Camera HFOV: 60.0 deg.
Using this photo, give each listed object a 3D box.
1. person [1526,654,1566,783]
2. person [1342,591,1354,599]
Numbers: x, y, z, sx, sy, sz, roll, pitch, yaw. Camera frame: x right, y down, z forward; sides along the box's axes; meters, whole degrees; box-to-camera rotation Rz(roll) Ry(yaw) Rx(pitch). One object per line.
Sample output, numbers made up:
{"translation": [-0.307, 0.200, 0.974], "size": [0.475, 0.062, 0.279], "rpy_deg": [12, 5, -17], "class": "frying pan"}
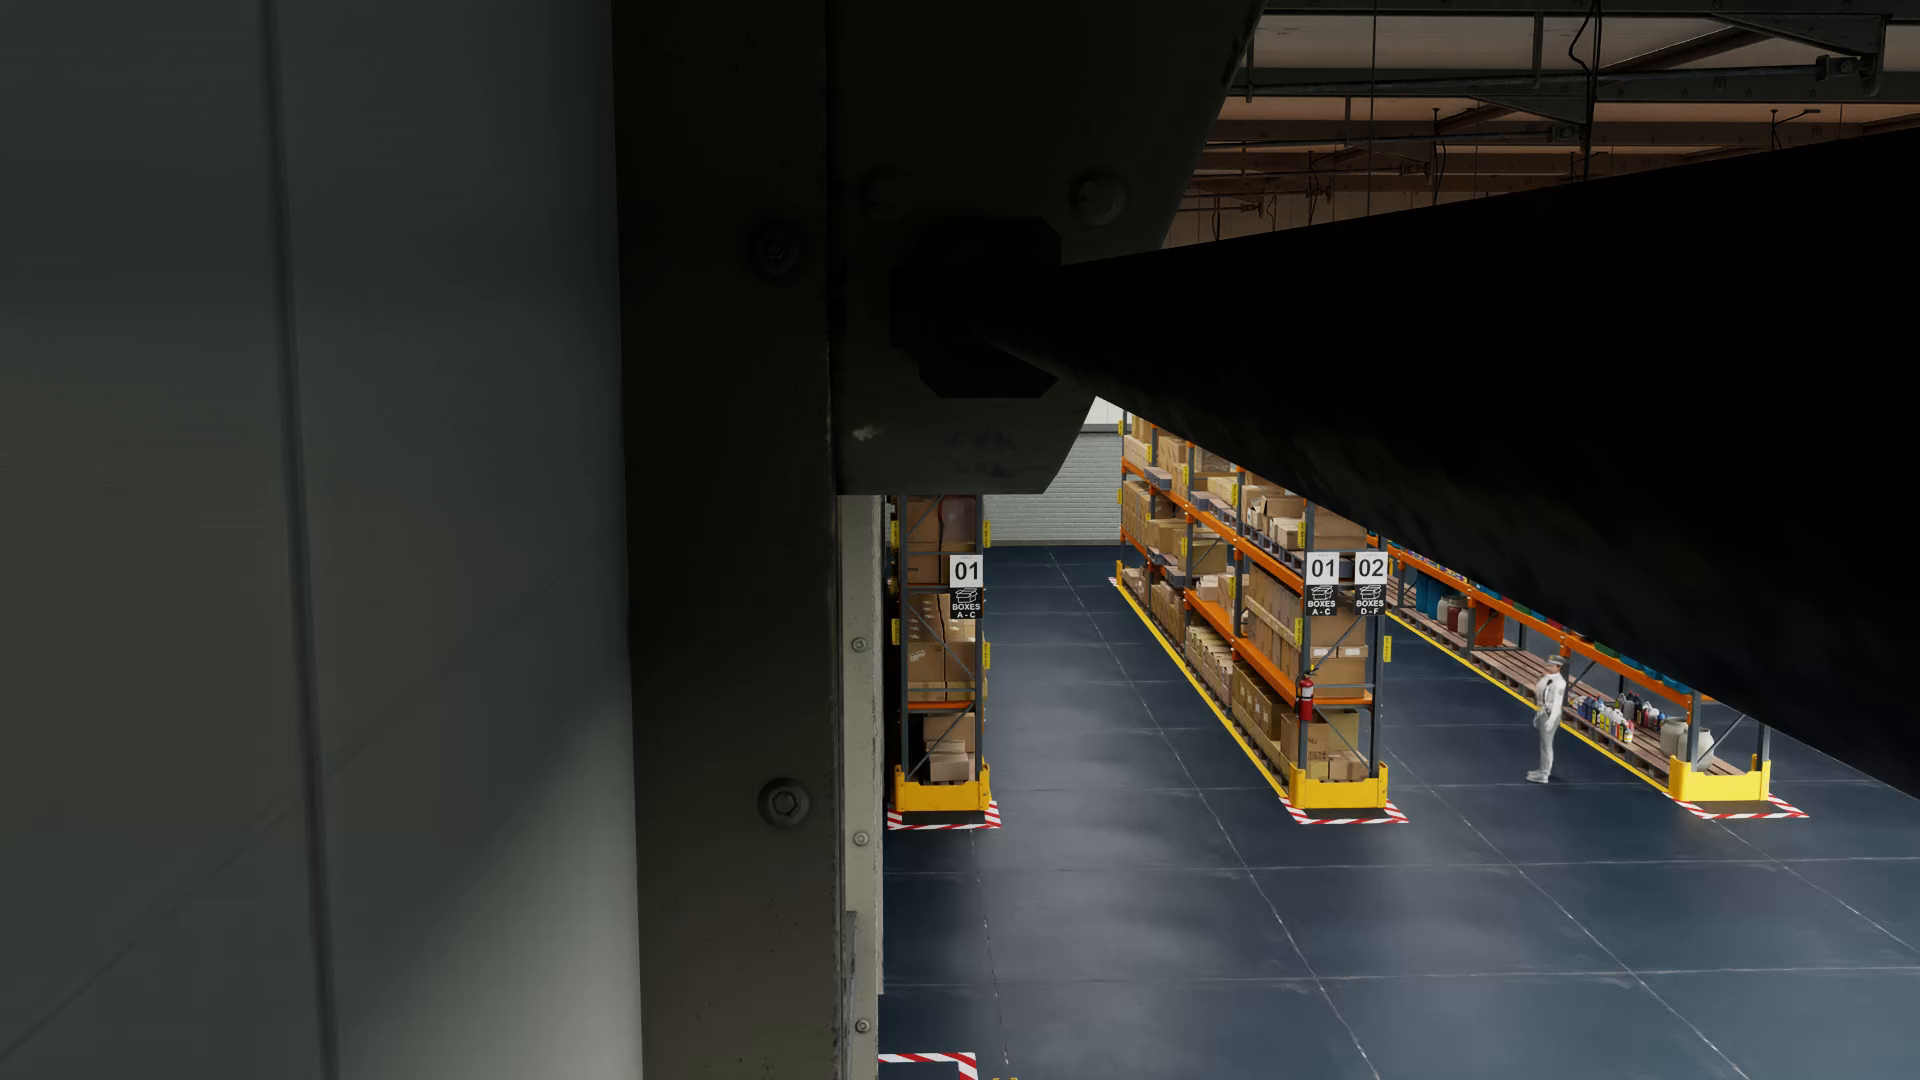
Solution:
{"translation": [7.652, 2.322, 21.684], "size": [0.464, 1.682, 0.539], "rpy_deg": [1, 8, 6], "class": "person"}
{"translation": [7.083, 1.055, 30.282], "size": [0.506, 1.708, 0.833], "rpy_deg": [0, 8, 2], "class": "person"}
